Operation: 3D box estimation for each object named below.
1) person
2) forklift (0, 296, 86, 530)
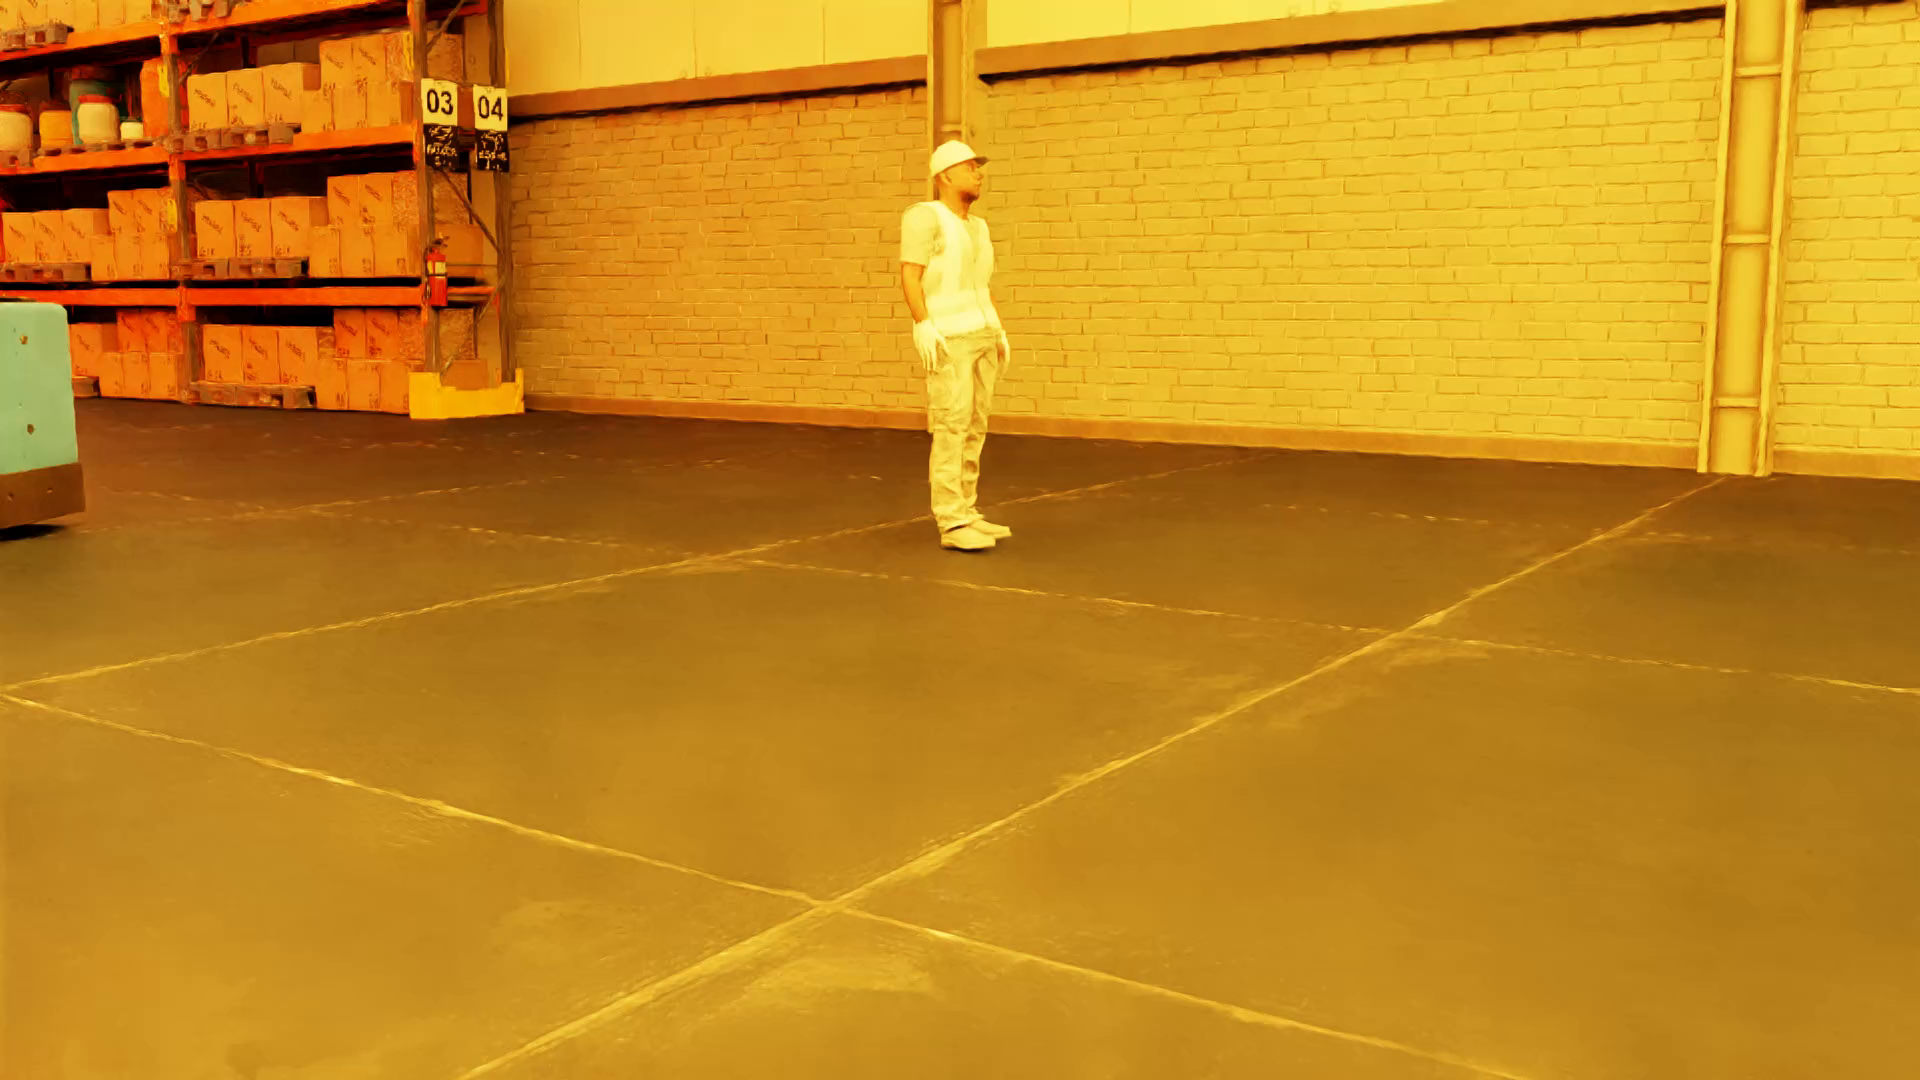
[{"bbox_3d":[0.055,-0.883,7.431,0.576,1.782,0.655,5,10,34],"label":"person"},{"bbox_3d":[-5.780,-1.465,7.497,3.031,2.935,1.130,0,8,2],"label":"forklift"}]
